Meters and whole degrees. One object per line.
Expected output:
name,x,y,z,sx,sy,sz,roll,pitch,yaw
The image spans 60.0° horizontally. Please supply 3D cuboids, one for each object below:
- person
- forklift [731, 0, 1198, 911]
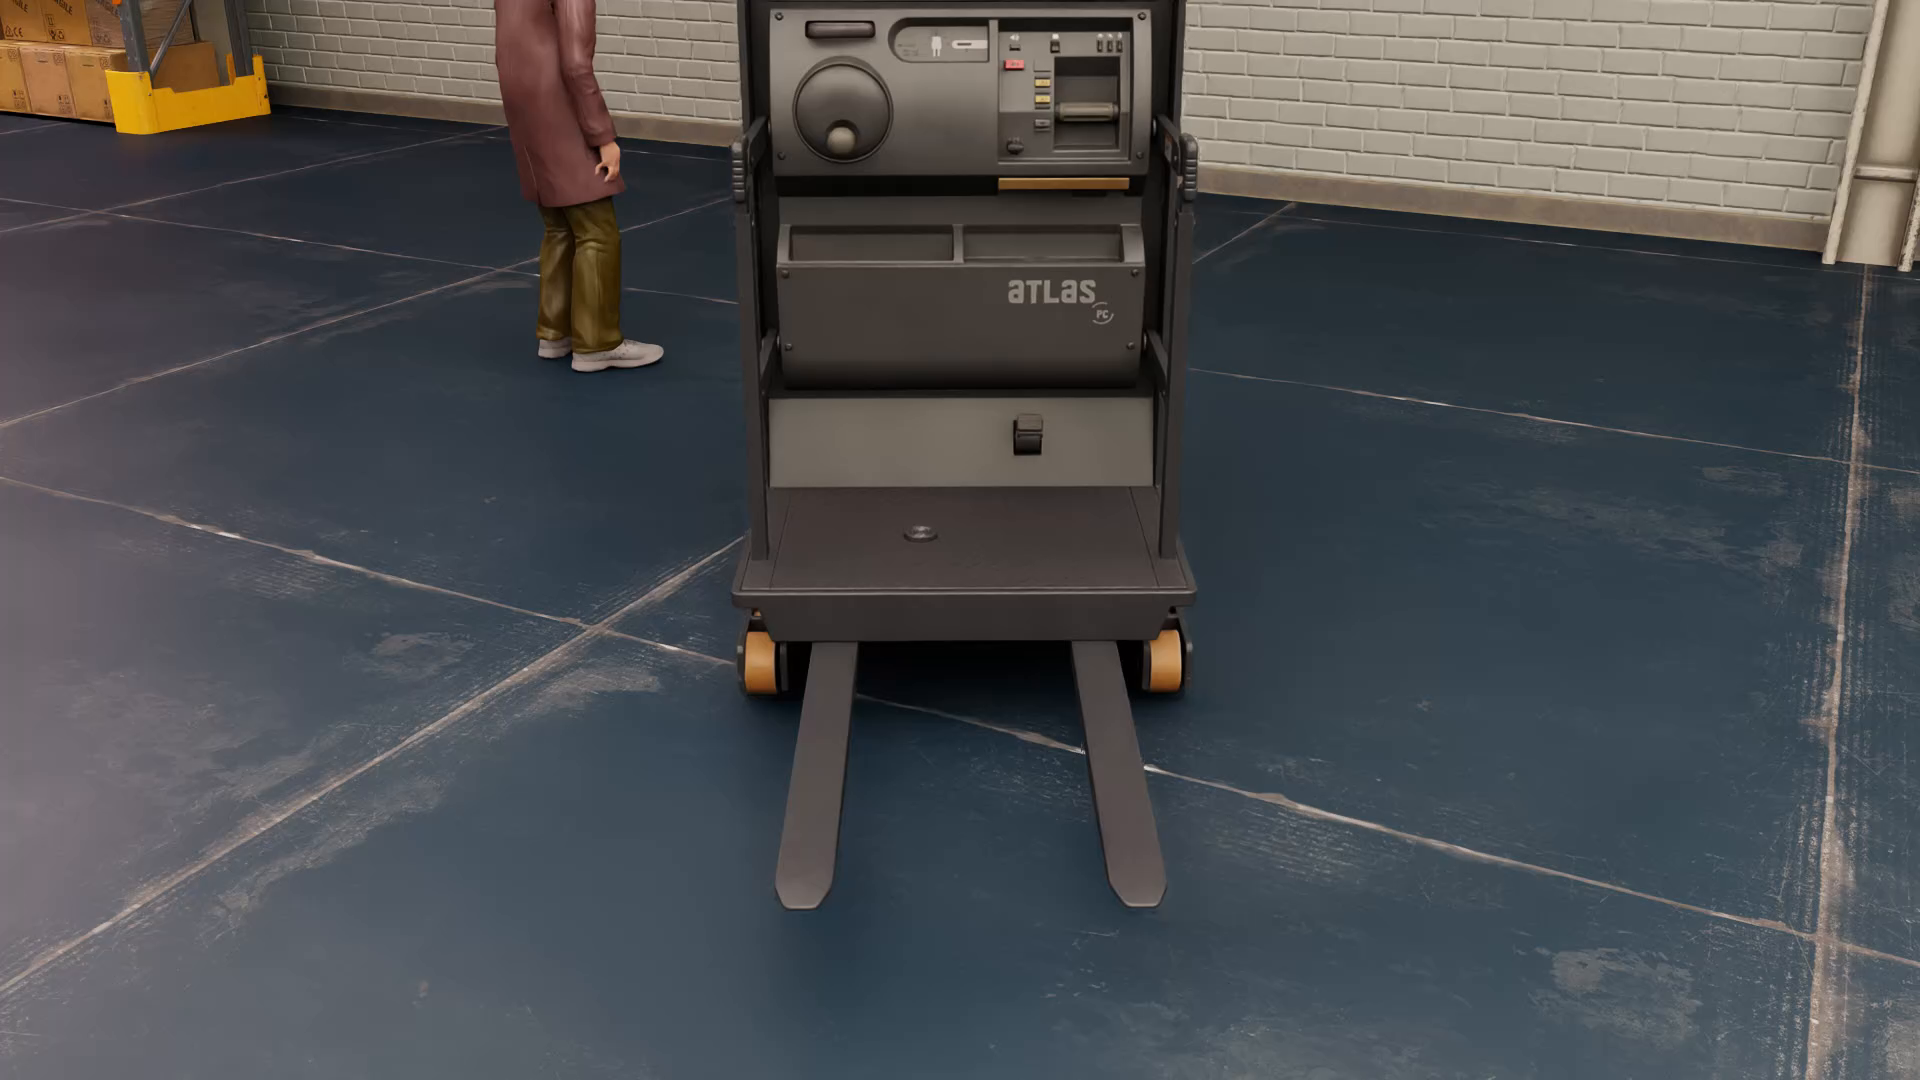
person,-1.546,-1.572,6.507,0.430,1.772,0.646,-20,30,-39
forklift,0.006,-1.083,3.864,1.130,2.935,3.031,0,23,-1
